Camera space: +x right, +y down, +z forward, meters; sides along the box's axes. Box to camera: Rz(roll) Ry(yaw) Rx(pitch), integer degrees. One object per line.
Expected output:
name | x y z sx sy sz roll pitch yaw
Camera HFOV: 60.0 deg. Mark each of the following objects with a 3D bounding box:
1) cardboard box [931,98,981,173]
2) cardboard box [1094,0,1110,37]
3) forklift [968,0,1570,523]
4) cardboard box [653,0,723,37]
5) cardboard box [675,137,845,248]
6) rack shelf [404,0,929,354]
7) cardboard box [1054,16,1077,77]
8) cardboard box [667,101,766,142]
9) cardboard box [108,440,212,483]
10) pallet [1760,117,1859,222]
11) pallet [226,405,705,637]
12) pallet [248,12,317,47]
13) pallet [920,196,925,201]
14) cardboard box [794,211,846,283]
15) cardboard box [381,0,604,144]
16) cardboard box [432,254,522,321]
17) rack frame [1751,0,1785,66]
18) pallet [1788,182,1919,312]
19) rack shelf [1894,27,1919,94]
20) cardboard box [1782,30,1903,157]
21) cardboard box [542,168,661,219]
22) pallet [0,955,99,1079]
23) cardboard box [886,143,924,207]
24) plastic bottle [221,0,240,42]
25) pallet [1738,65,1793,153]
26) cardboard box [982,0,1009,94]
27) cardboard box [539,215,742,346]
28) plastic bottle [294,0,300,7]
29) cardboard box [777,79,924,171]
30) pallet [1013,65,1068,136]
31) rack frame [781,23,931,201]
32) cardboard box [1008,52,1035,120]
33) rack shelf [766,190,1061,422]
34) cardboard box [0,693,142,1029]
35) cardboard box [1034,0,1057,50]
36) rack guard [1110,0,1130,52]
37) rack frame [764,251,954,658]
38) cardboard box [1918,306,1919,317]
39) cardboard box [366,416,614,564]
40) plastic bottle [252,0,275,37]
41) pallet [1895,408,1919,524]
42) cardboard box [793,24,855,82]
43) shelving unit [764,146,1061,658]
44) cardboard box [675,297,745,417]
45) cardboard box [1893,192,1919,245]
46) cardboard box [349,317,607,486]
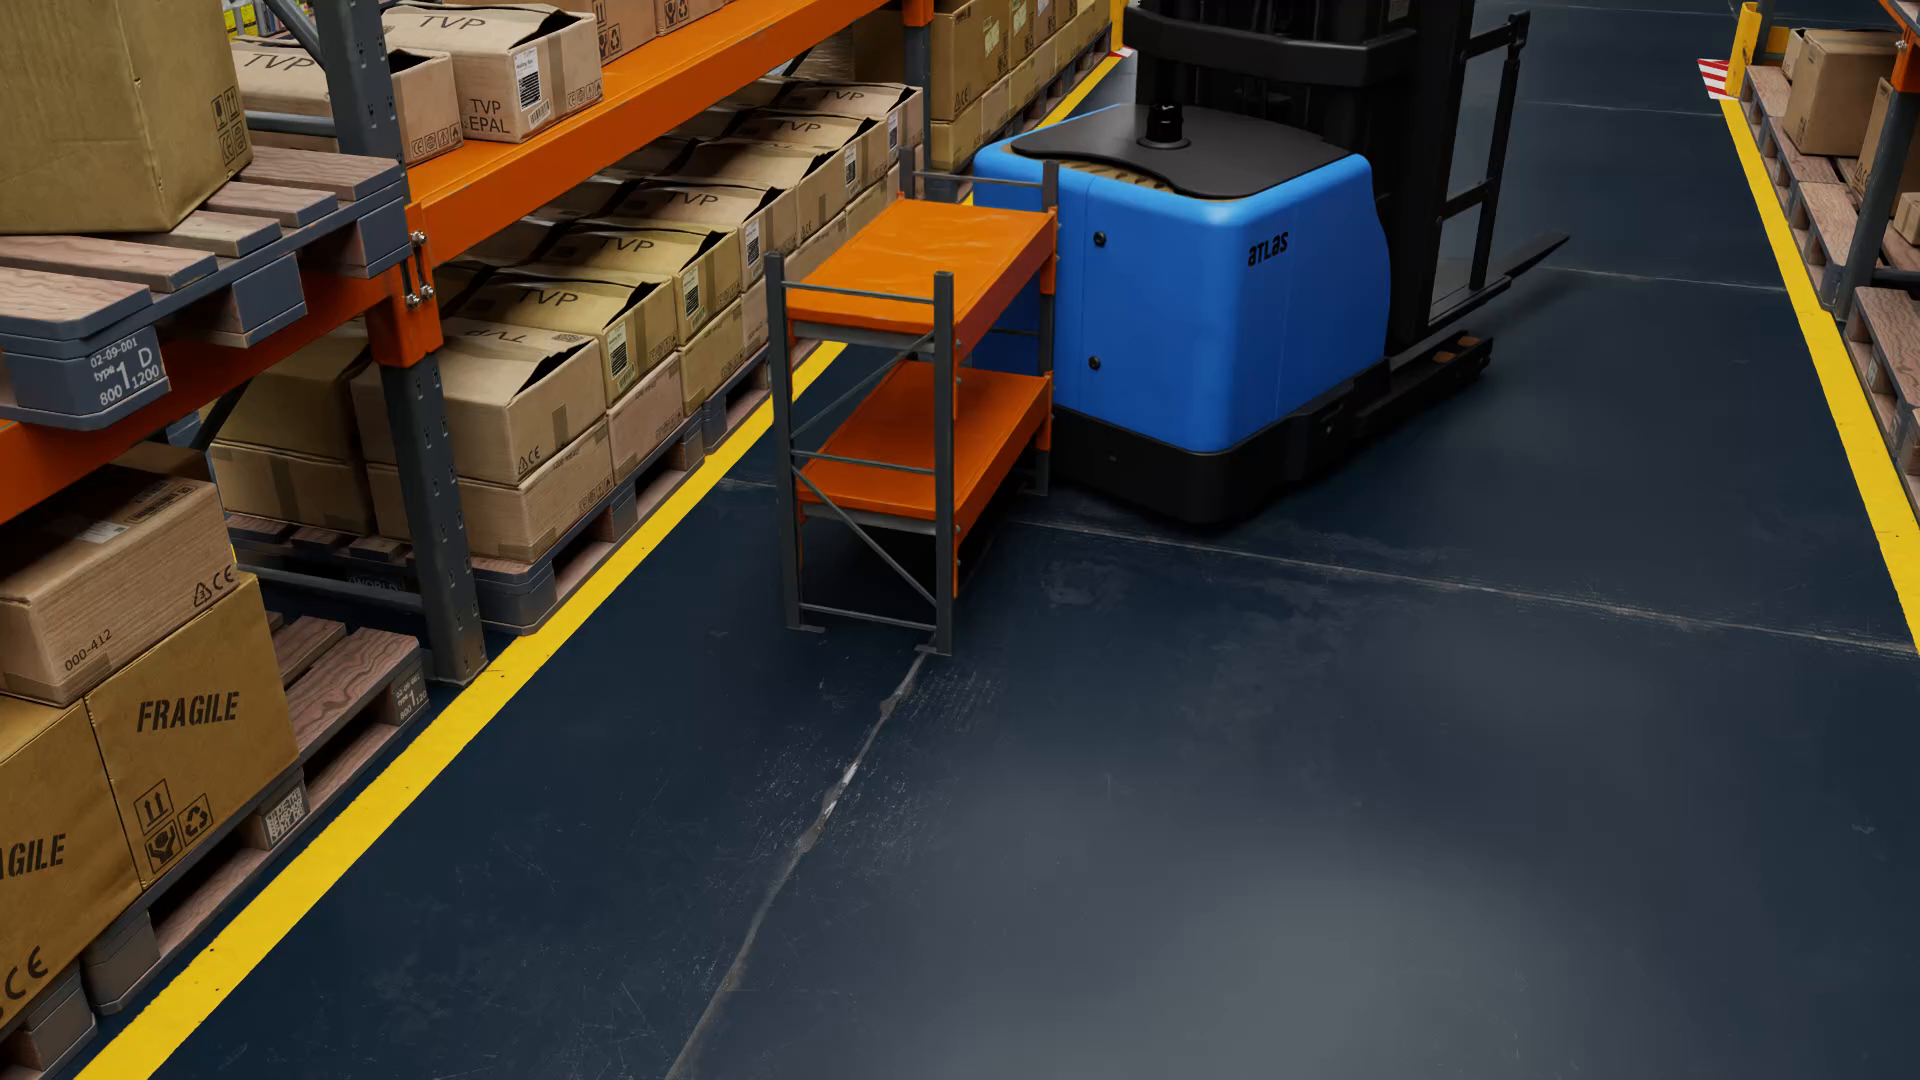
cardboard box | -0.205 -2.018 8.188 0.500 0.250 0.500 8 30 15
cardboard box | 0.668 -3.413 10.696 0.500 0.250 0.500 8 30 15
forklift | 1.379 -1.967 5.771 1.130 2.935 3.031 23 37 35
cardboard box | -1.173 -2.075 5.792 0.500 0.500 0.500 9 30 15
cardboard box | -0.771 -1.387 6.478 0.500 0.311 0.500 8 30 15
rack shelf | -1.218 -1.620 5.816 1.077 0.370 4.000 8 30 15
cardboard box | 0.388 -2.946 9.857 0.500 0.250 0.500 8 30 15
cardboard box | -1.142 -1.702 7.044 0.500 0.311 0.500 8 30 14
cardboard box | -2.212 0.066 4.164 0.500 0.500 0.500 10 31 17
pallet | 4.625 -1.826 8.315 1.003 0.211 1.213 8 30 15
pallet | -1.526 -0.163 5.326 1.003 0.211 1.213 8 30 15
pallet | -4.772 -3.228 10.836 1.003 0.211 1.213 8 30 15
pallet | -0.810 -1.297 7.364 1.003 0.211 1.213 8 30 15
cardboard box | -0.775 -1.139 6.608 0.500 0.250 0.500 9 30 16
cardboard box | -1.357 -1.354 4.689 0.500 0.311 0.500 8 30 14
cardboard box | -1.740 -0.753 5.337 0.500 0.311 0.500 8 30 14
rack frame | 5.280 -4.017 9.386 1.000 3.000 0.127 8 30 15
pallet | 4.269 -1.257 7.292 1.003 0.211 1.213 8 30 15
rack shelf | 3.519 -0.915 4.548 1.077 0.370 4.000 8 30 15
cardboard box | 4.560 -2.210 8.255 0.700 0.500 0.500 7 30 12
cardboard box | -1.440 -1.219 6.176 0.500 0.311 0.500 9 30 16
pallet | -2.420 1.121 3.018 1.003 0.211 1.213 8 30 15
cardboard box | -0.475 -1.611 7.457 0.500 0.250 0.500 8 30 14
plastic bottle | -4.551 -3.208 10.203 0.144 0.351 0.185 8 30 14
pallet | 4.985 -2.391 9.331 1.003 0.211 1.213 8 30 15
cardboard box | -0.056 -2.577 8.423 0.500 0.500 0.500 8 30 15
cardboard box | -1.072 -0.915 5.629 0.500 0.311 0.500 8 30 14
plastic bottle | -4.328 -3.463 10.732 0.061 0.283 0.133 9 30 16
cardboard box | -0.476 -1.861 7.330 0.500 0.311 0.500 8 30 15
pallet | -0.001 -2.577 9.666 1.003 0.211 1.213 8 30 15
rack frame | -0.631 -2.863 7.312 1.000 3.000 0.127 8 30 15
cardboard box | 0.099 -2.481 9.021 0.500 0.250 0.500 8 30 15
rack shelf | -0.101 -0.696 4.742 0.538 0.278 1.000 9 30 16
cardboard box | -2.007 0.604 3.197 0.500 0.500 0.500 7 30 13
cardboard box | 0.243 -3.041 9.257 0.500 0.500 0.500 8 30 15
rack guard | 0.550 -3.641 11.281 1.175 0.500 0.348 8 30 15
rack frame | -0.258 -0.205 4.461 0.500 1.125 0.032 9 30 16
cardboard box | 3.906 -0.914 5.926 0.700 0.500 0.500 10 30 17
cardboard box | -1.370 -0.188 4.899 0.500 0.250 0.500 8 30 15
plastic bottle | -4.452 -3.339 10.516 0.152 0.276 0.135 8 30 13
pallet | 3.522 -0.009 5.049 1.003 0.211 1.213 8 30 15
cardboard box | -0.546 -2.651 8.554 0.500 0.500 0.500 8 30 15
shelving unit | -0.101 -0.440 4.884 0.538 1.125 1.048 9 30 16
cardboard box | -1.077 -0.664 5.755 0.500 0.250 0.500 8 30 14
cardboard box | 4.234 -1.365 7.081 0.380 0.166 0.250 5 29 8
cardboard box | -1.370 -0.433 4.763 0.500 0.311 0.500 10 30 17
